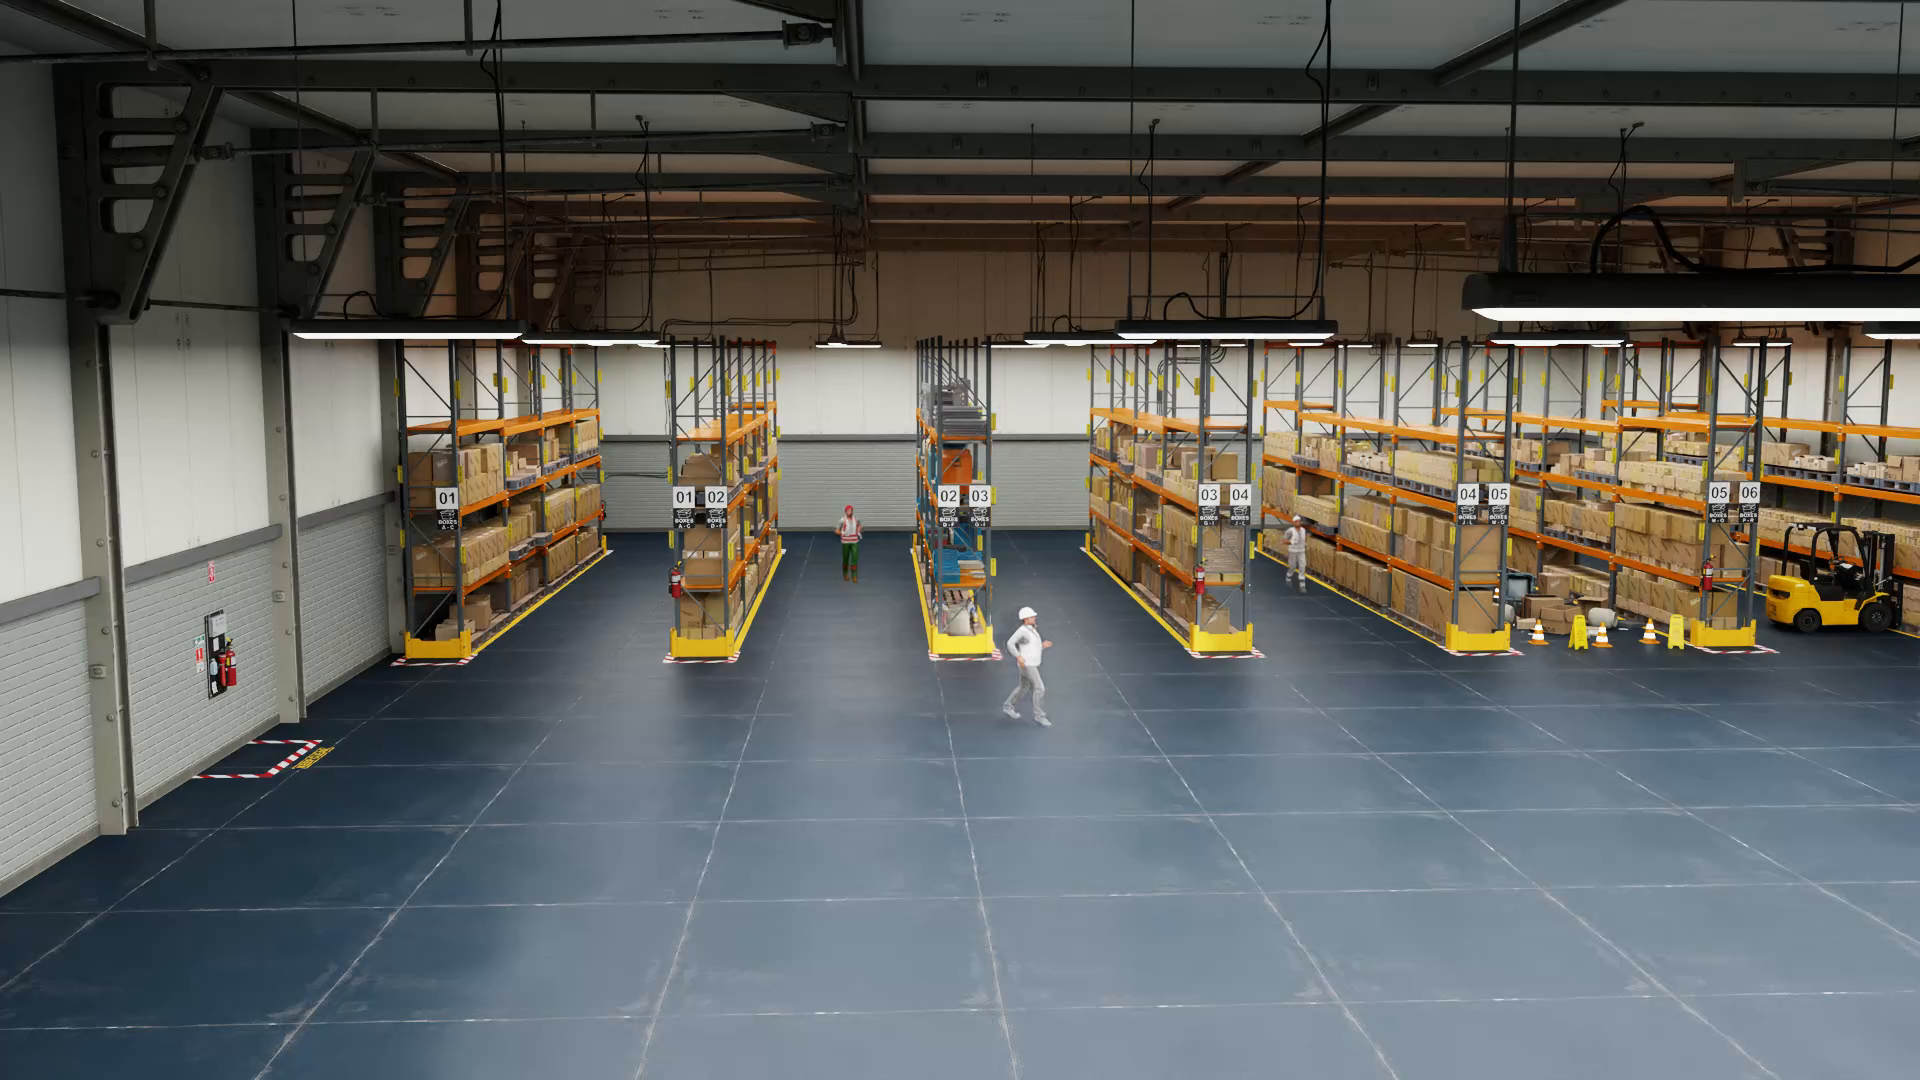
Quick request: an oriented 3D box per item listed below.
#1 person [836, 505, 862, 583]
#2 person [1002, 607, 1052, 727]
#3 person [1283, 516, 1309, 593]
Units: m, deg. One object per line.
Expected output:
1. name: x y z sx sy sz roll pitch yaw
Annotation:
1. person: -2.591 0.090 39.091 0.656 1.819 0.912 -2 7 -16
2. person: 1.037 1.940 25.520 0.825 1.822 0.633 2 7 14
3. person: 8.005 0.316 39.565 0.654 1.792 0.976 -1 7 -10
